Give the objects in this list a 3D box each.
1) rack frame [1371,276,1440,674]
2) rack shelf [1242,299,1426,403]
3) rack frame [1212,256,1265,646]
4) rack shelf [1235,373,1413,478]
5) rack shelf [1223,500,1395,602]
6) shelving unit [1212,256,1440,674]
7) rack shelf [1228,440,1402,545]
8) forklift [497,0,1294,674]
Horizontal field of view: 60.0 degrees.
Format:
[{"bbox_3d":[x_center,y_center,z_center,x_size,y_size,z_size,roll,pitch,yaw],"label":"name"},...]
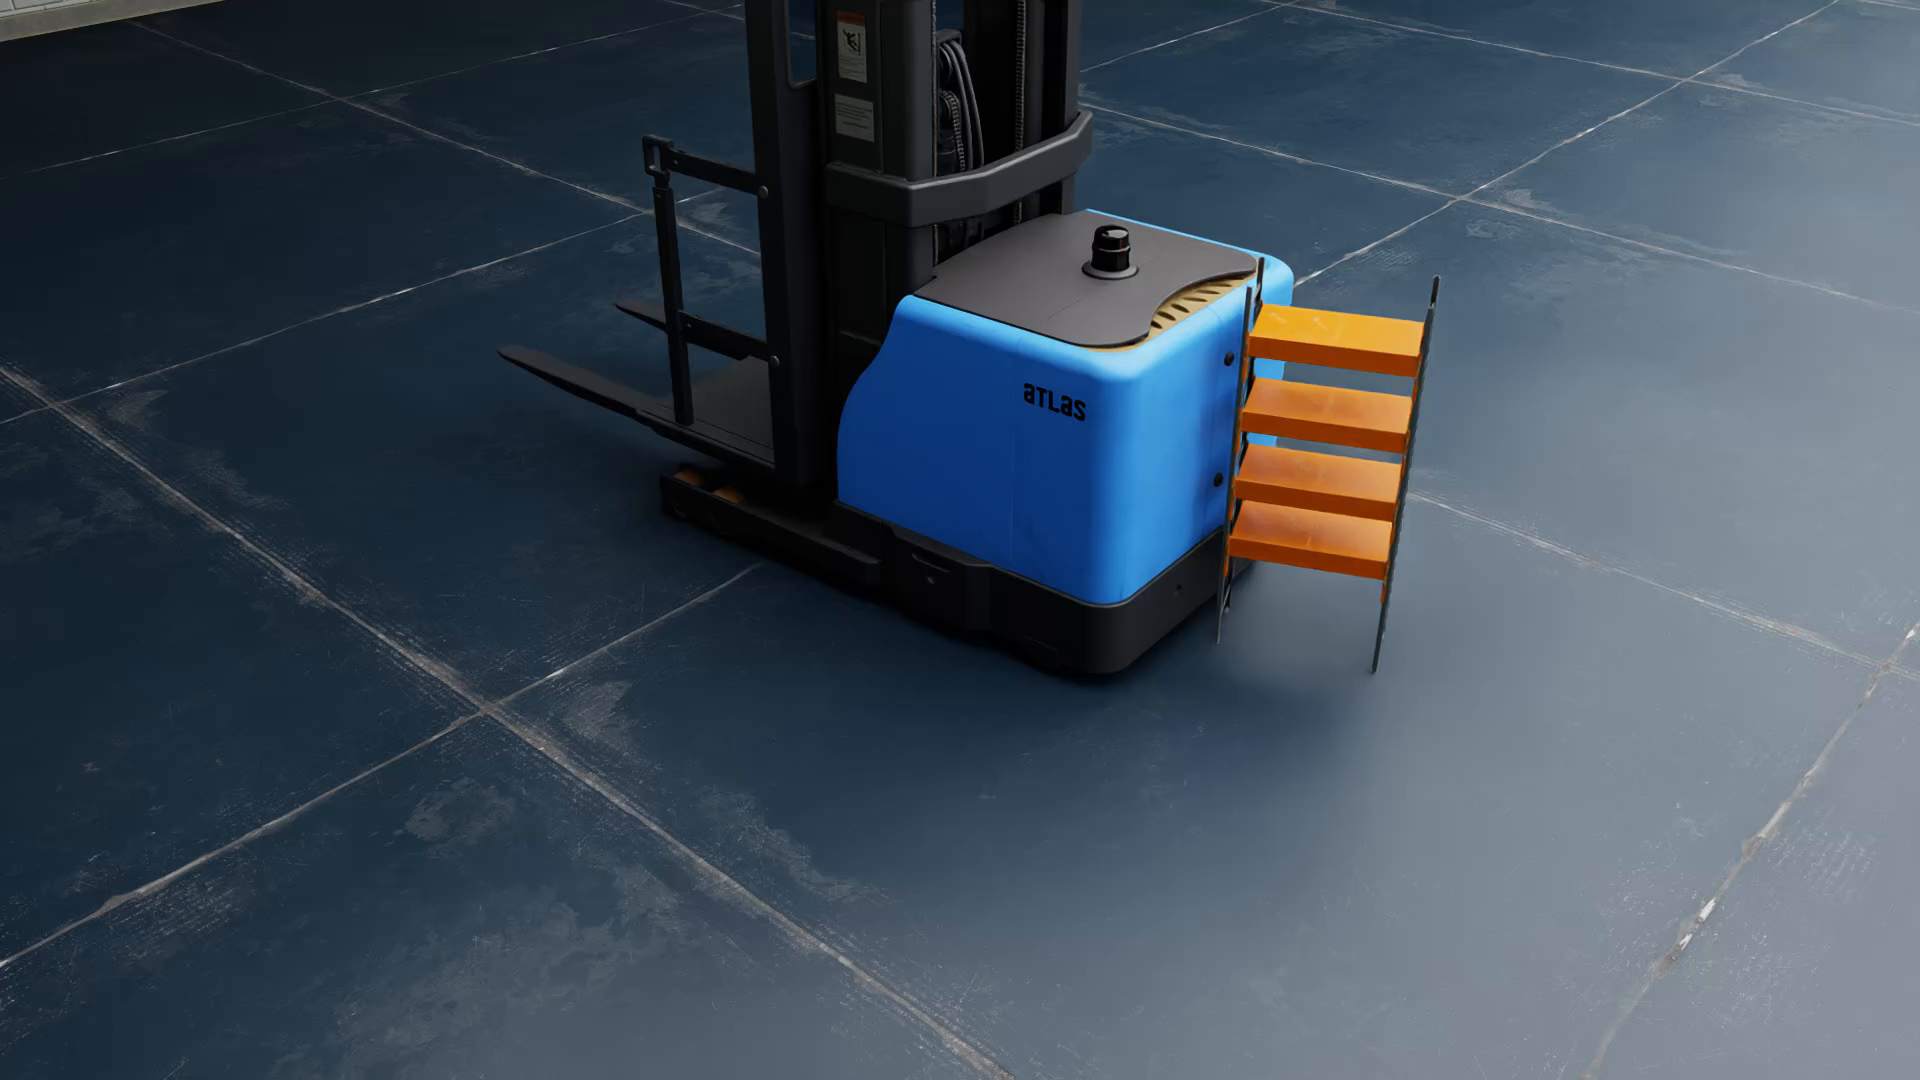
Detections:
[{"bbox_3d":[1.299,-0.166,4.862,0.015,1.200,0.240,9,32,15],"label":"rack frame"},{"bbox_3d":[1.066,-0.540,4.722,0.480,0.148,0.258,9,32,15],"label":"rack shelf"},{"bbox_3d":[0.833,-0.242,4.988,0.015,1.200,0.240,9,32,15],"label":"rack frame"},{"bbox_3d":[1.066,-0.338,4.844,0.480,0.148,0.258,9,32,15],"label":"rack shelf"},{"bbox_3d":[1.066,0.024,5.062,0.480,0.148,0.258,9,32,15],"label":"rack shelf"},{"bbox_3d":[1.066,-0.204,4.925,0.503,1.200,0.258,9,32,15],"label":"shelving unit"},{"bbox_3d":[1.066,-0.146,4.960,0.480,0.148,0.258,9,32,15],"label":"rack shelf"},{"bbox_3d":[-0.432,-1.467,5.345,3.031,2.935,1.130,22,37,32],"label":"forklift"}]
